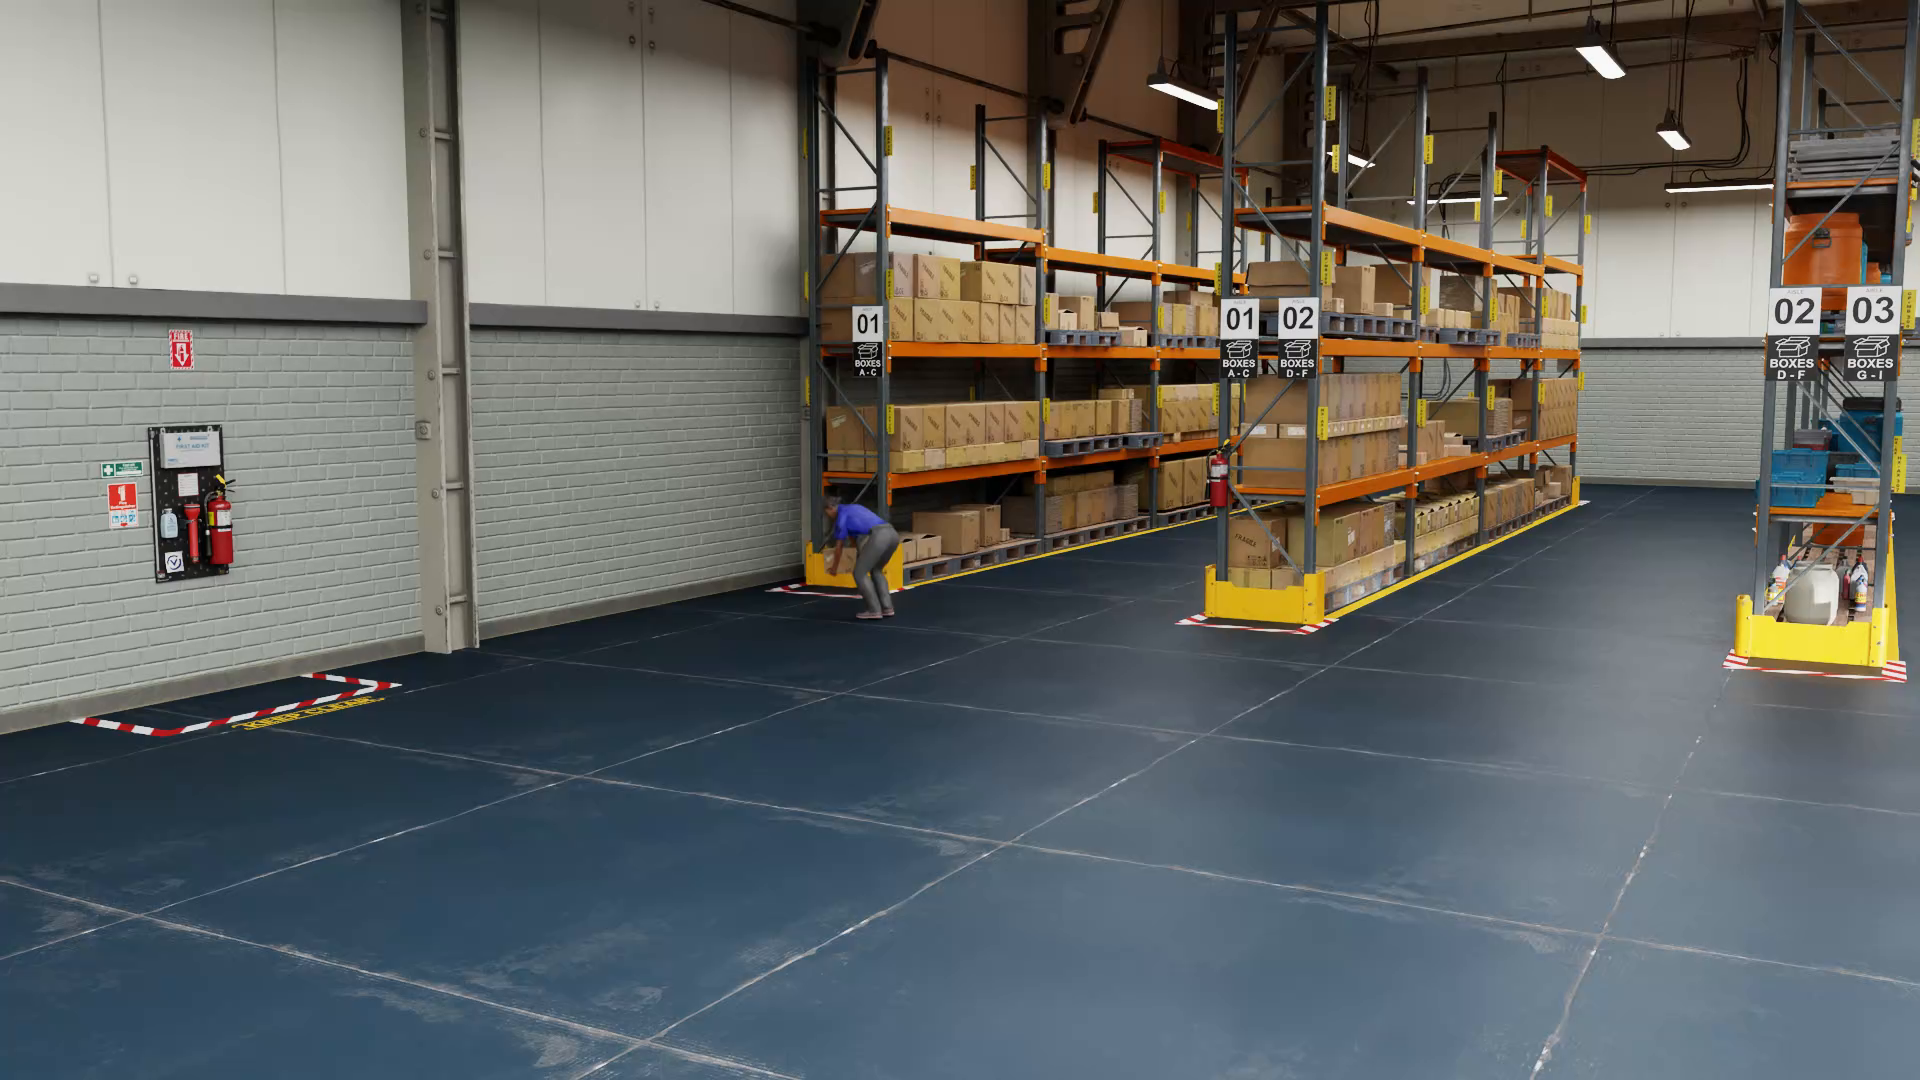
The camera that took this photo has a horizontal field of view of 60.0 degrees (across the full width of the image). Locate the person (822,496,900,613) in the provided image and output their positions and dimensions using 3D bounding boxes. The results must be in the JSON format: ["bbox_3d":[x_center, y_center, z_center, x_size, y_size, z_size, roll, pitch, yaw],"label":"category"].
[{"bbox_3d":[-1.021,0.135,16.866,0.824,1.147,0.429,3,7,26],"label":"person"}]
